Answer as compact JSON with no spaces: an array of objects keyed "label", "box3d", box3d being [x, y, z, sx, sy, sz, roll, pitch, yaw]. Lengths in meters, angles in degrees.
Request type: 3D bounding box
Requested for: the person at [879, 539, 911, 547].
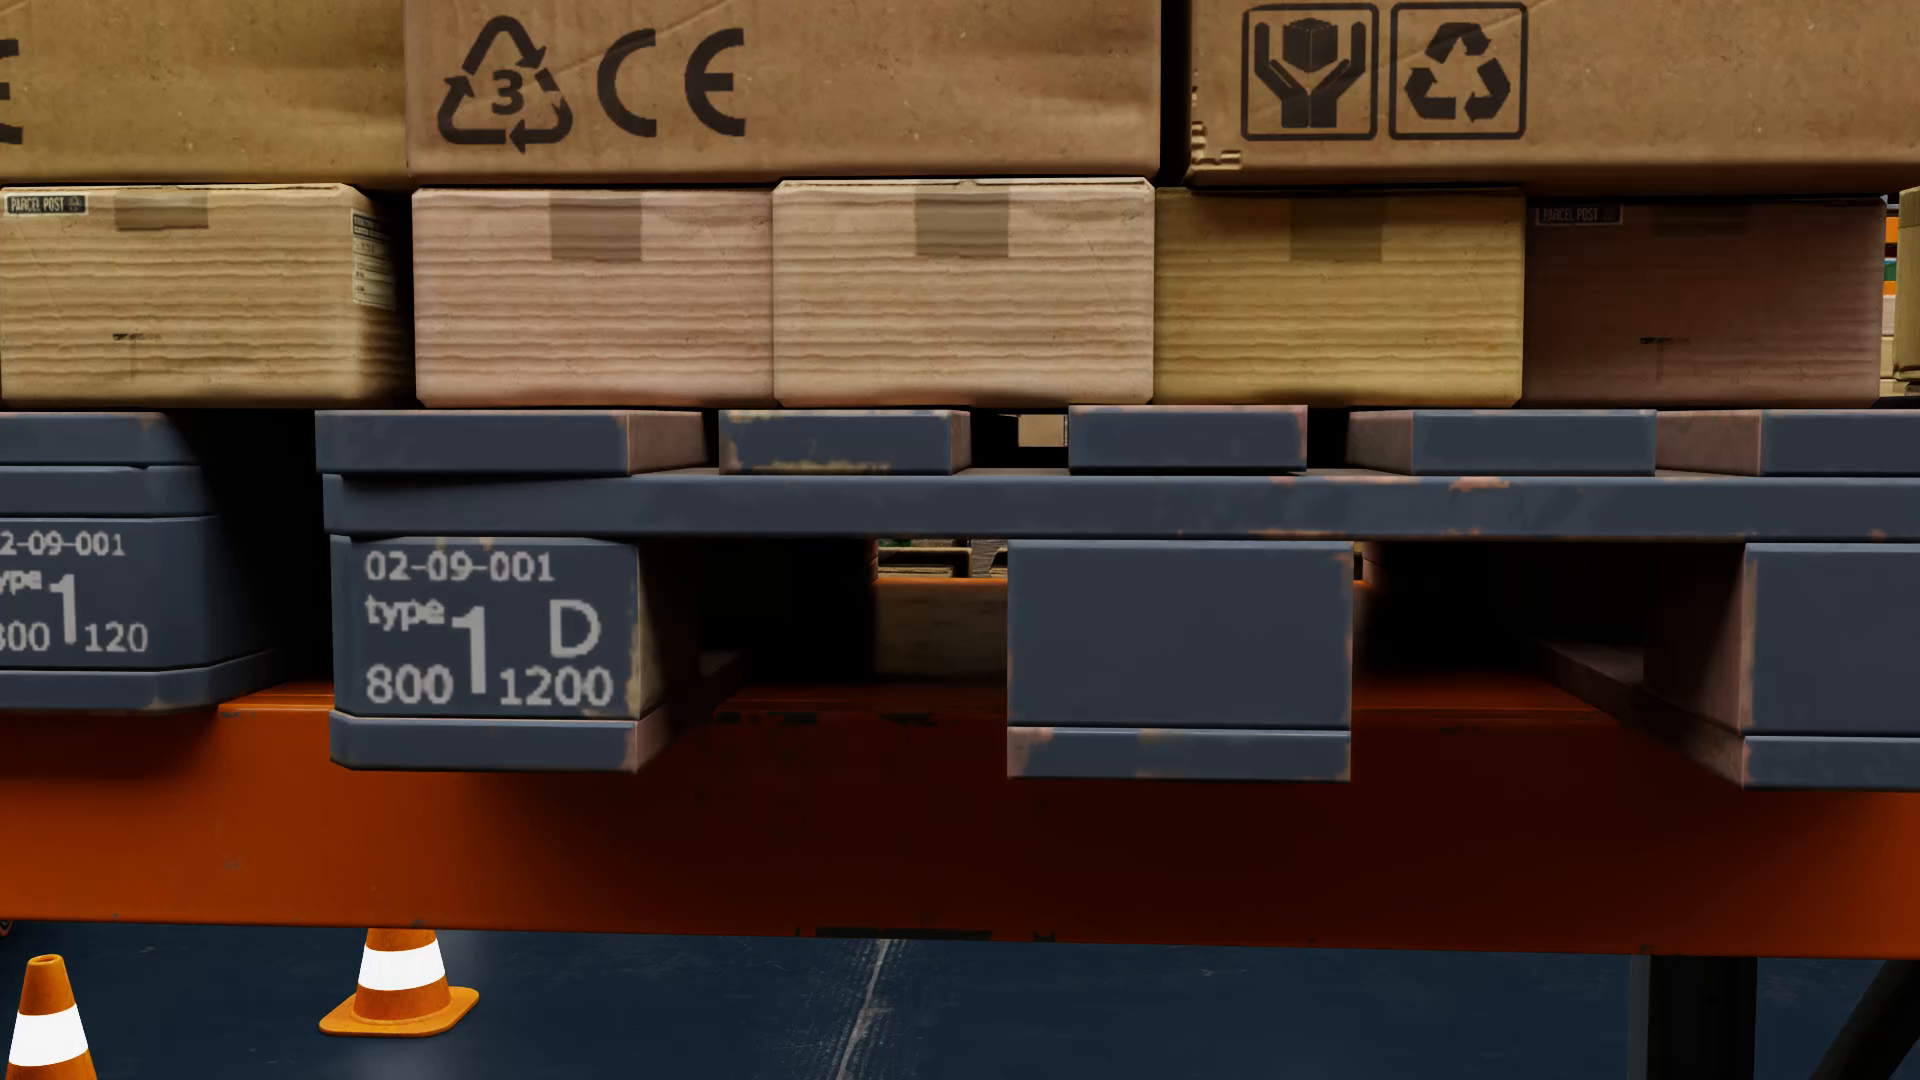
[{"label":"person","box3d":[-0.445,-0.119,10.250,0.389,1.820,0.695,1,4,20]}]
